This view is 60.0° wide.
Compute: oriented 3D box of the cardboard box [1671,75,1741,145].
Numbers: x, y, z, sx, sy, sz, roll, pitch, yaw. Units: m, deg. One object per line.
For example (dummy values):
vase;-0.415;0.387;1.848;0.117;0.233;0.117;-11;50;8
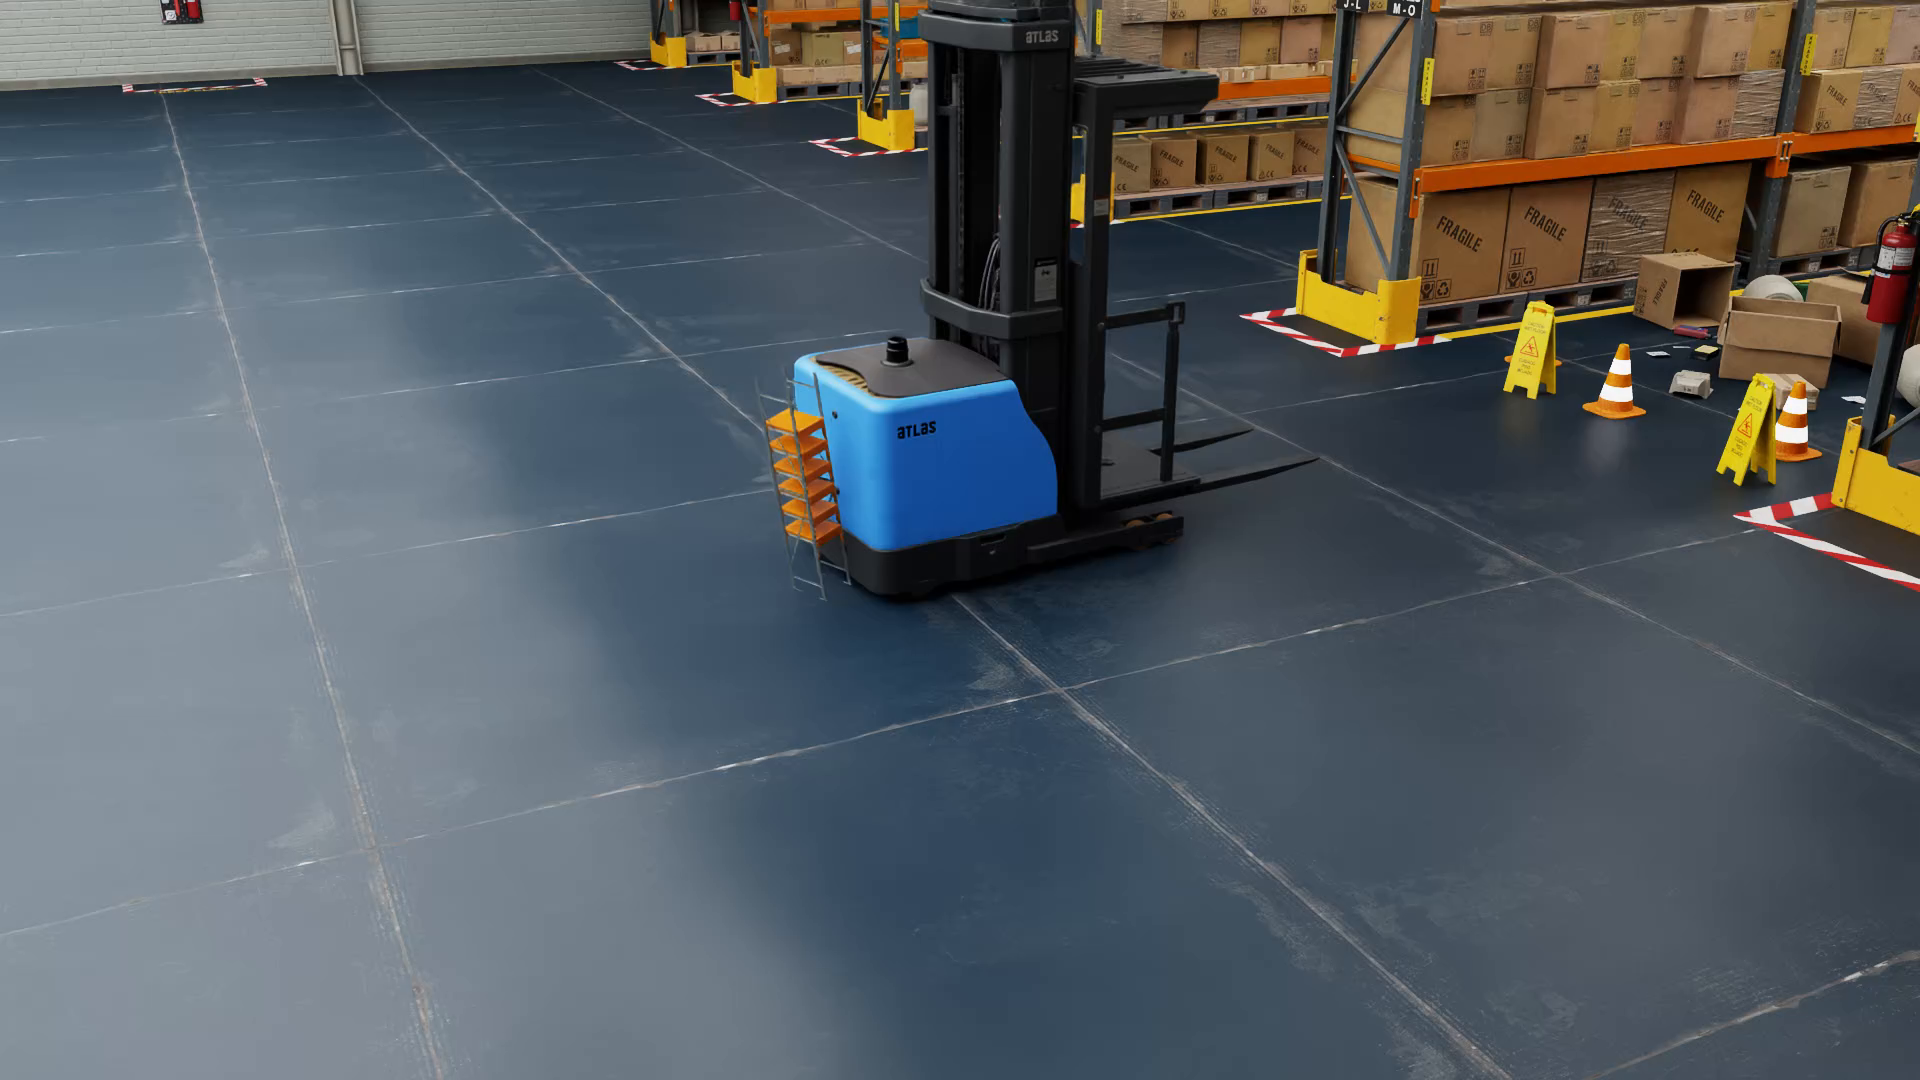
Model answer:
cardboard box;5.983;-3.686;14.014;0.550;0.550;0.875;-10;25;-24

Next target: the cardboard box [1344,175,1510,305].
cardboard box;3.774;-2.465;13.489;0.875;0.875;0.875;-10;25;-23

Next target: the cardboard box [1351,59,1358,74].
cardboard box;4.189;-5.195;18.184;0.250;0.149;0.380;-10;25;-24

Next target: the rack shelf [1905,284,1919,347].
rack shelf;7.231;-1.428;9.695;4.000;0.370;1.077;-10;25;-24

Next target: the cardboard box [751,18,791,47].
cardboard box;-3.455;-9.296;30.455;0.500;0.500;0.700;-12;25;-27

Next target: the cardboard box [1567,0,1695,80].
cardboard box;5.457;-4.127;13.666;0.550;0.550;0.875;-10;25;-24

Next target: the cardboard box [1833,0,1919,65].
cardboard box;8.158;-4.544;14.843;0.500;0.500;0.700;-10;25;-23

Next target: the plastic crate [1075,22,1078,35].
plastic crate;1.708;-6.868;22.092;0.616;0.251;0.499;-10;25;-24

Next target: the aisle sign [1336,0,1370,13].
aisle sign;2.997;-4.411;12.560;0.004;0.787;0.394;-10;25;-24

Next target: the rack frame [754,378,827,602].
rack frame;-0.835;-0.235;8.244;0.240;1.200;0.006;18;38;37

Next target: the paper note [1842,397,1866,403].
paper note;6.248;-0.983;11.577;0.142;0.019;0.148;-2;23;-5

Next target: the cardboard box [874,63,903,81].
cardboard box;-1.230;-7.443;26.330;0.500;0.250;0.500;-10;25;-24

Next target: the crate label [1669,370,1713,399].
crate label;5.151;-1.100;11.704;0.250;0.136;0.298;15;27;31

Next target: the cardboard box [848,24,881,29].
cardboard box;-1.462;-7.973;26.632;0.500;0.500;0.500;-10;25;-24

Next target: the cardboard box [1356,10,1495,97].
cardboard box;3.542;-3.734;12.718;0.550;0.550;0.875;-10;25;-24

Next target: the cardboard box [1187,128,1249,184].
cardboard box;2.797;-4.189;18.143;0.500;0.500;0.500;-8;24;-19

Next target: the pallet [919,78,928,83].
pallet;-0.292;-7.516;27.108;1.213;0.211;1.003;-10;25;-24

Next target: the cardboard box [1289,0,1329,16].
cardboard box;3.548;-5.817;17.531;0.500;0.500;0.500;-10;25;-24

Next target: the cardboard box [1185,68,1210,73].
cardboard box;2.401;-4.852;17.354;0.250;0.149;0.380;-10;25;-24

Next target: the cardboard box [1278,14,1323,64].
cardboard box;3.431;-5.449;17.949;0.500;0.500;0.875;-10;25;-24

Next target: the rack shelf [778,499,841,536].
rack shelf;-0.759;-0.133;8.382;0.258;0.103;0.180;18;38;37

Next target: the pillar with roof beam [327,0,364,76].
pillar with roof beam;-8.597;-10.672;23.243;0.400;9.000;9.100;-10;25;-24

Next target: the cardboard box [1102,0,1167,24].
cardboard box;1.745;-5.487;16.733;0.500;0.500;0.500;-10;25;-24

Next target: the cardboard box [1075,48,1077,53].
cardboard box;1.842;-8.255;27.559;0.500;0.311;0.500;-11;25;-25

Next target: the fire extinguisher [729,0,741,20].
fire extinguisher;-3.470;-8.363;25.609;0.183;0.674;0.296;-10;25;-24

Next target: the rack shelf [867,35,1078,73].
rack shelf;0.785;-6.550;22.069;4.000;0.370;1.077;-10;25;-24

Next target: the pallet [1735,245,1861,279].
pallet;7.458;-2.647;15.344;1.213;0.211;1.003;-10;25;-24

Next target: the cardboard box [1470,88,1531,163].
cardboard box;3.992;-3.363;13.233;0.550;0.550;0.875;-10;25;-24

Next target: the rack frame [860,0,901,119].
rack frame;-1.017;-6.551;21.130;0.127;3.000;1.000;-10;25;-24

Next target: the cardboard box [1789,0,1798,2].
cardboard box;10.195;-7.017;20.814;0.637;0.503;0.797;-10;24;-22

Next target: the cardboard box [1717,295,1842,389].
cardboard box;5.914;-1.439;12.045;0.797;0.503;0.637;10;24;22

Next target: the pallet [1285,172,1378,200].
pallet;4.146;-4.095;18.844;1.213;0.211;1.003;-10;25;-24

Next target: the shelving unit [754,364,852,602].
shelving unit;-0.776;-0.275;8.301;0.258;1.200;0.189;18;38;37

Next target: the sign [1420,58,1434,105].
sign;3.427;-3.362;12.191;0.005;0.325;0.100;-10;25;-24

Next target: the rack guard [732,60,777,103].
rack guard;-3.183;-7.099;25.724;0.348;0.500;1.175;-10;25;-24

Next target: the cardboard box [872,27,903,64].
cardboard box;-1.229;-7.789;26.186;0.500;0.500;0.500;-10;25;-24

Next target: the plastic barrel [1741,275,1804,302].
plastic barrel;6.439;-1.874;13.200;0.421;0.421;0.512;6;23;13

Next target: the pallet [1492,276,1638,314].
pallet;4.976;-2.190;14.240;1.213;0.211;1.003;-10;25;-24

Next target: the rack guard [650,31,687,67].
rack guard;-5.245;-8.823;29.886;0.348;0.500;1.175;-10;25;-24

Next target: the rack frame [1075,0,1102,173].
rack frame;1.131;-4.844;17.006;0.127;3.000;1.000;-10;25;-24

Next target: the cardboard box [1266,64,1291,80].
cardboard box;3.311;-5.011;17.737;0.250;0.149;0.380;-10;25;-24

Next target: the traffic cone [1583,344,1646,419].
traffic cone;4.469;-1.098;11.275;0.334;0.463;0.336;-10;25;-24

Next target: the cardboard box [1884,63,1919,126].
cardboard box;8.292;-3.988;14.808;0.500;0.500;0.500;-11;25;-24

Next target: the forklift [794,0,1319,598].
forklift;0.647;-1.457;8.915;3.031;2.935;1.130;-12;26;-27

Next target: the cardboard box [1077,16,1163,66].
cardboard box;1.639;-5.109;17.128;0.500;0.500;0.875;-10;25;-24

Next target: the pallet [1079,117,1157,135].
pallet;1.964;-5.829;23.032;1.213;0.211;1.003;-10;25;-24

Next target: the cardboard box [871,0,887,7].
cardboard box;-1.342;-8.635;26.035;0.500;0.500;0.700;-10;24;-22
